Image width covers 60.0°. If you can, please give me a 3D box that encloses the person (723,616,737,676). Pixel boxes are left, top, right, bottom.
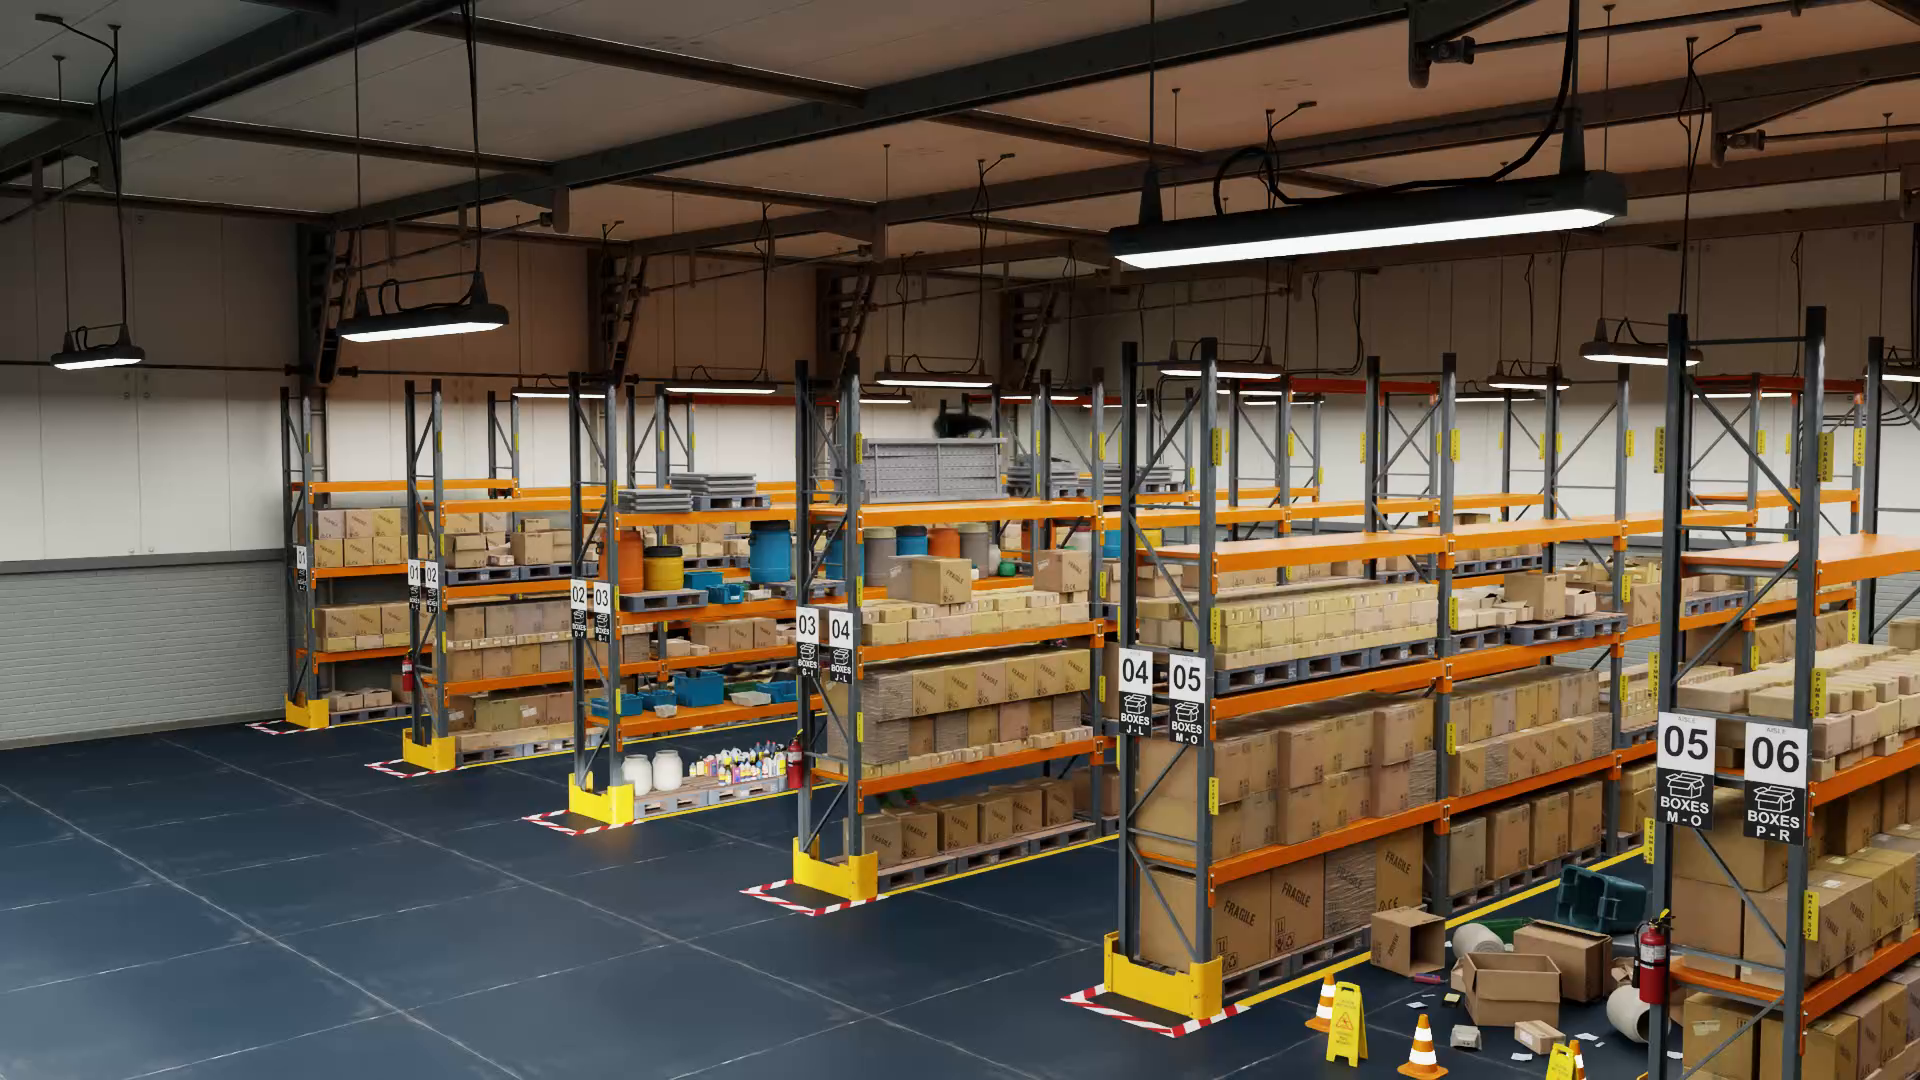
[{"bbox_3d":[-4.515,2.281,32.625,0.504,1.585,0.732,3,5,36],"label":"person"}]

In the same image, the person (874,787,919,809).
[{"bbox_3d":[-0.896,2.886,21.809,0.903,1.709,0.642,-3,5,-42],"label":"person"}]
